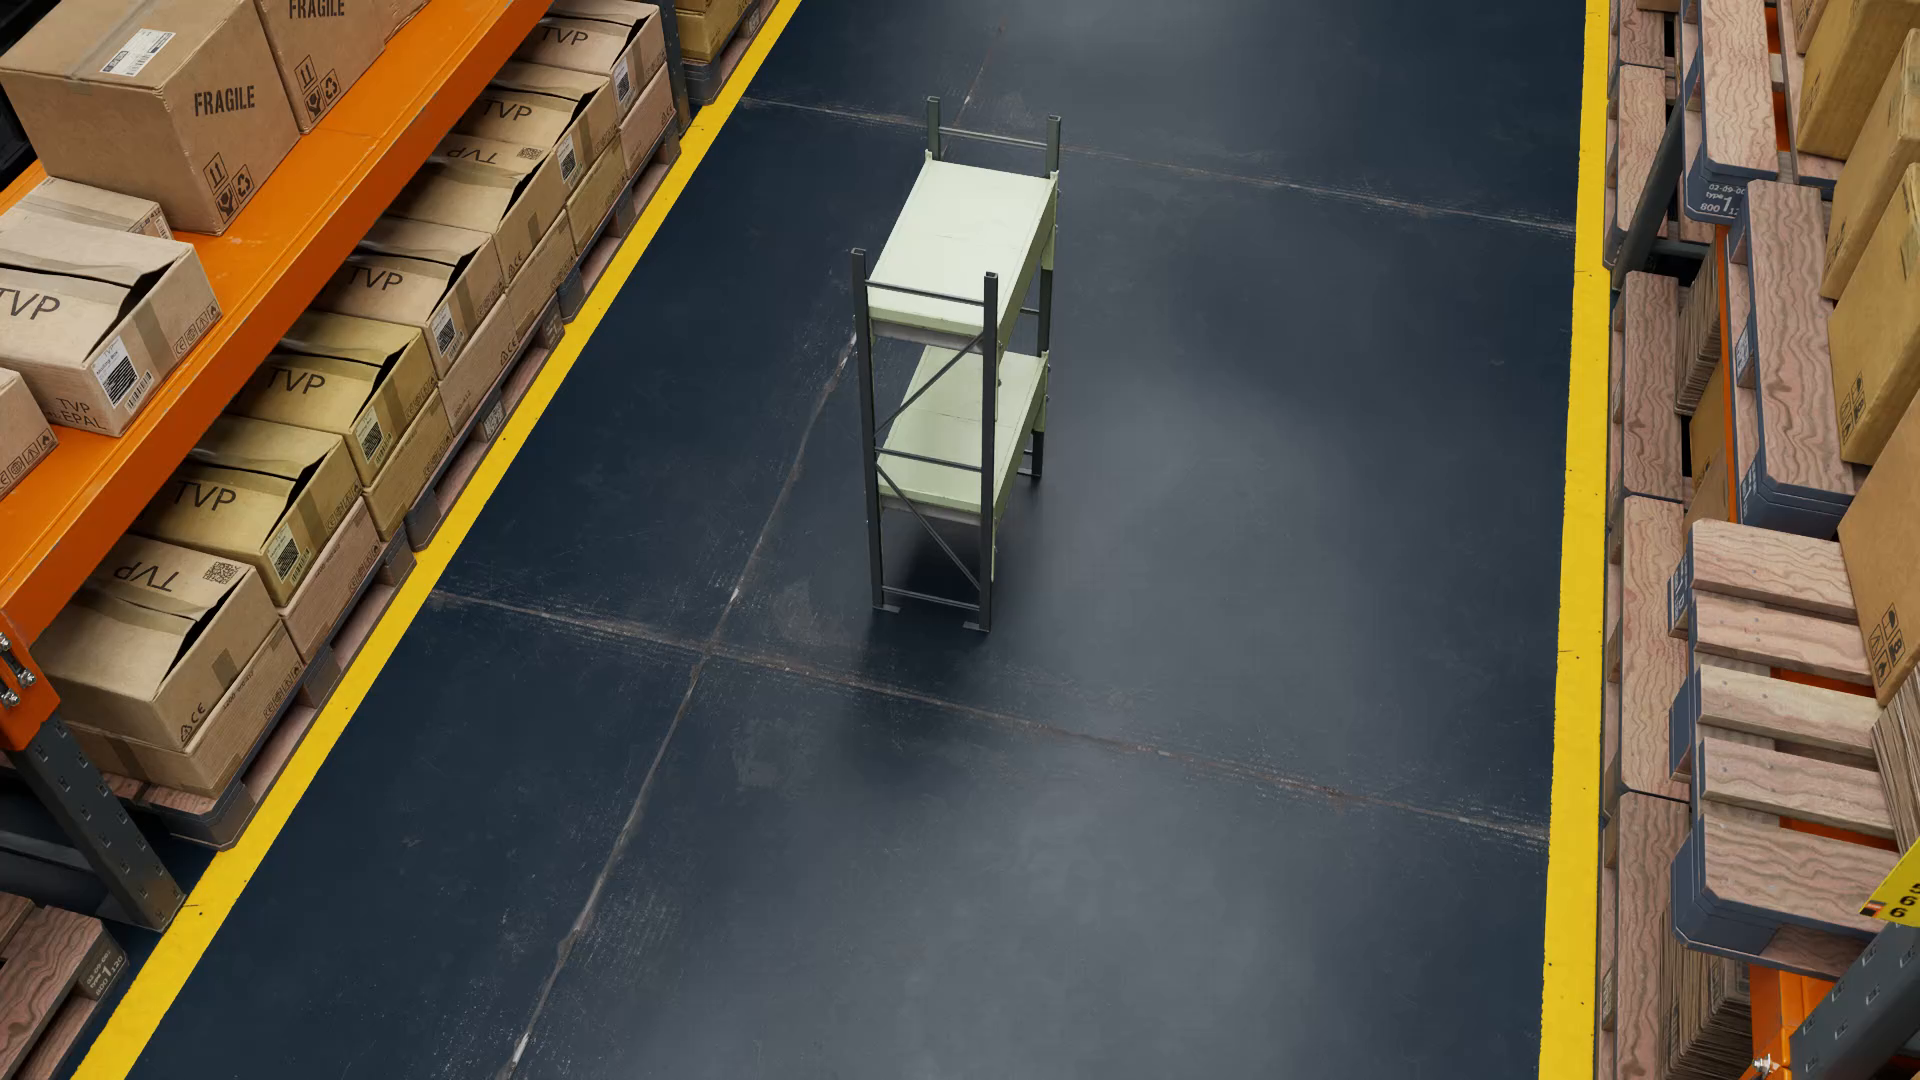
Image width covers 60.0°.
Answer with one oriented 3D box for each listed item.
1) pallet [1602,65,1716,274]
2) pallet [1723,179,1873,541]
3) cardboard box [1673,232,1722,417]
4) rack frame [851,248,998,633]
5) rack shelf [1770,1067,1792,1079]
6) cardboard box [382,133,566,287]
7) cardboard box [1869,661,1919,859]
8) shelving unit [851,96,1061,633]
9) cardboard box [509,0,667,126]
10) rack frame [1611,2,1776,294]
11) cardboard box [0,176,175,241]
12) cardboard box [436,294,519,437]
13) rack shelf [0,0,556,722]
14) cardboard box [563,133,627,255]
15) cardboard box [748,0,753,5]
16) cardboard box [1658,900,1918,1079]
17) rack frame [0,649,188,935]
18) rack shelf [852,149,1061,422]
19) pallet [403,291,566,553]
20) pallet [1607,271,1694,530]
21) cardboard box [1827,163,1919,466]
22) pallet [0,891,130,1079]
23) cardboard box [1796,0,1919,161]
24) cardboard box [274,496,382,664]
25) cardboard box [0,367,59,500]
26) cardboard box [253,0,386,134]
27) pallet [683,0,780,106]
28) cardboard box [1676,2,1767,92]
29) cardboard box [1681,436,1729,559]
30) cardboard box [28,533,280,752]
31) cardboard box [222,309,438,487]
[{"bbox_3d":[3.234,-1.496,6.929,1.003,0.211,1.213,12,50,10],"label":"pallet"},{"bbox_3d":[2.520,-0.409,4.238,1.003,0.211,1.213,12,50,10],"label":"pallet"},{"bbox_3d":[2.913,-0.708,5.748,0.700,0.500,0.500,13,50,11],"label":"cardboard box"},{"bbox_3d":[-0.095,-0.236,4.958,0.400,1.500,0.023,12,50,10],"label":"rack frame"},{"bbox_3d":[1.512,2.652,1.888,1.077,0.370,4.000,12,50,10],"label":"rack shelf"},{"bbox_3d":[-1.784,-1.228,6.013,0.500,0.311,0.500,11,50,10],"label":"cardboard box"},{"bbox_3d":[2.152,0.447,2.995,0.700,0.500,0.500,6,49,6],"label":"cardboard box"},{"bbox_3d":[0.002,-0.501,5.192,0.431,1.500,0.755,12,50,10],"label":"shelving unit"},{"bbox_3d":[-1.519,-1.966,6.664,0.500,0.311,0.500,12,50,10],"label":"cardboard box"},{"bbox_3d":[3.091,-1.926,5.449,1.000,3.000,0.127,12,50,10],"label":"rack frame"},{"bbox_3d":[-2.461,-0.858,4.674,0.380,0.149,0.250,15,50,13],"label":"cardboard box"},{"bbox_3d":[-1.923,-0.669,5.894,0.500,0.250,0.500,12,50,11],"label":"cardboard box"},{"bbox_3d":[-2.215,-1.216,5.302,1.077,0.370,4.000,12,50,10],"label":"rack shelf"},{"bbox_3d":[-1.653,-1.407,6.545,0.500,0.250,0.500,11,49,9],"label":"cardboard box"},{"bbox_3d":[-1.138,-2.766,7.744,0.500,0.250,0.500,12,50,10],"label":"cardboard box"},{"bbox_3d":[2.177,1.118,4.136,0.700,0.500,0.500,12,50,11],"label":"cardboard box"},{"bbox_3d":[-2.742,-0.007,3.756,1.000,3.000,0.127,12,50,10],"label":"rack frame"},{"bbox_3d":[0.002,-0.759,4.899,0.431,0.370,0.720,12,50,10],"label":"rack shelf"},{"bbox_3d":[-2.164,-0.552,6.096,1.003,0.211,1.213,12,50,10],"label":"pallet"},{"bbox_3d":[2.887,-0.440,5.997,1.003,0.211,1.213,12,50,10],"label":"pallet"},{"bbox_3d":[2.459,-0.459,3.794,0.700,0.500,0.500,12,50,10],"label":"cardboard box"},{"bbox_3d":[-2.975,1.448,4.331,1.003,0.211,1.213,12,50,10],"label":"pallet"},{"bbox_3d":[2.770,-1.340,4.572,0.700,0.500,0.500,16,51,14],"label":"cardboard box"},{"bbox_3d":[-2.189,0.079,5.233,0.500,0.250,0.500,10,49,9],"label":"cardboard box"},{"bbox_3d":[-2.604,-0.232,4.014,0.500,0.311,0.500,14,50,12],"label":"cardboard box"},{"bbox_3d":[-2.177,-1.638,5.128,0.500,0.500,0.500,12,50,10],"label":"cardboard box"},{"bbox_3d":[-1.439,-2.545,7.855,1.003,0.211,1.213,12,50,10],"label":"pallet"},{"bbox_3d":[3.326,-2.003,6.891,0.500,0.500,0.500,8,49,7],"label":"cardboard box"},{"bbox_3d":[2.652,0.036,5.091,0.700,0.500,0.500,12,50,10],"label":"cardboard box"},{"bbox_3d":[-2.321,0.257,4.702,0.500,0.311,0.500,13,50,11],"label":"cardboard box"},{"bbox_3d":[-2.054,-0.493,5.364,0.500,0.311,0.500,10,49,9],"label":"cardboard box"}]
